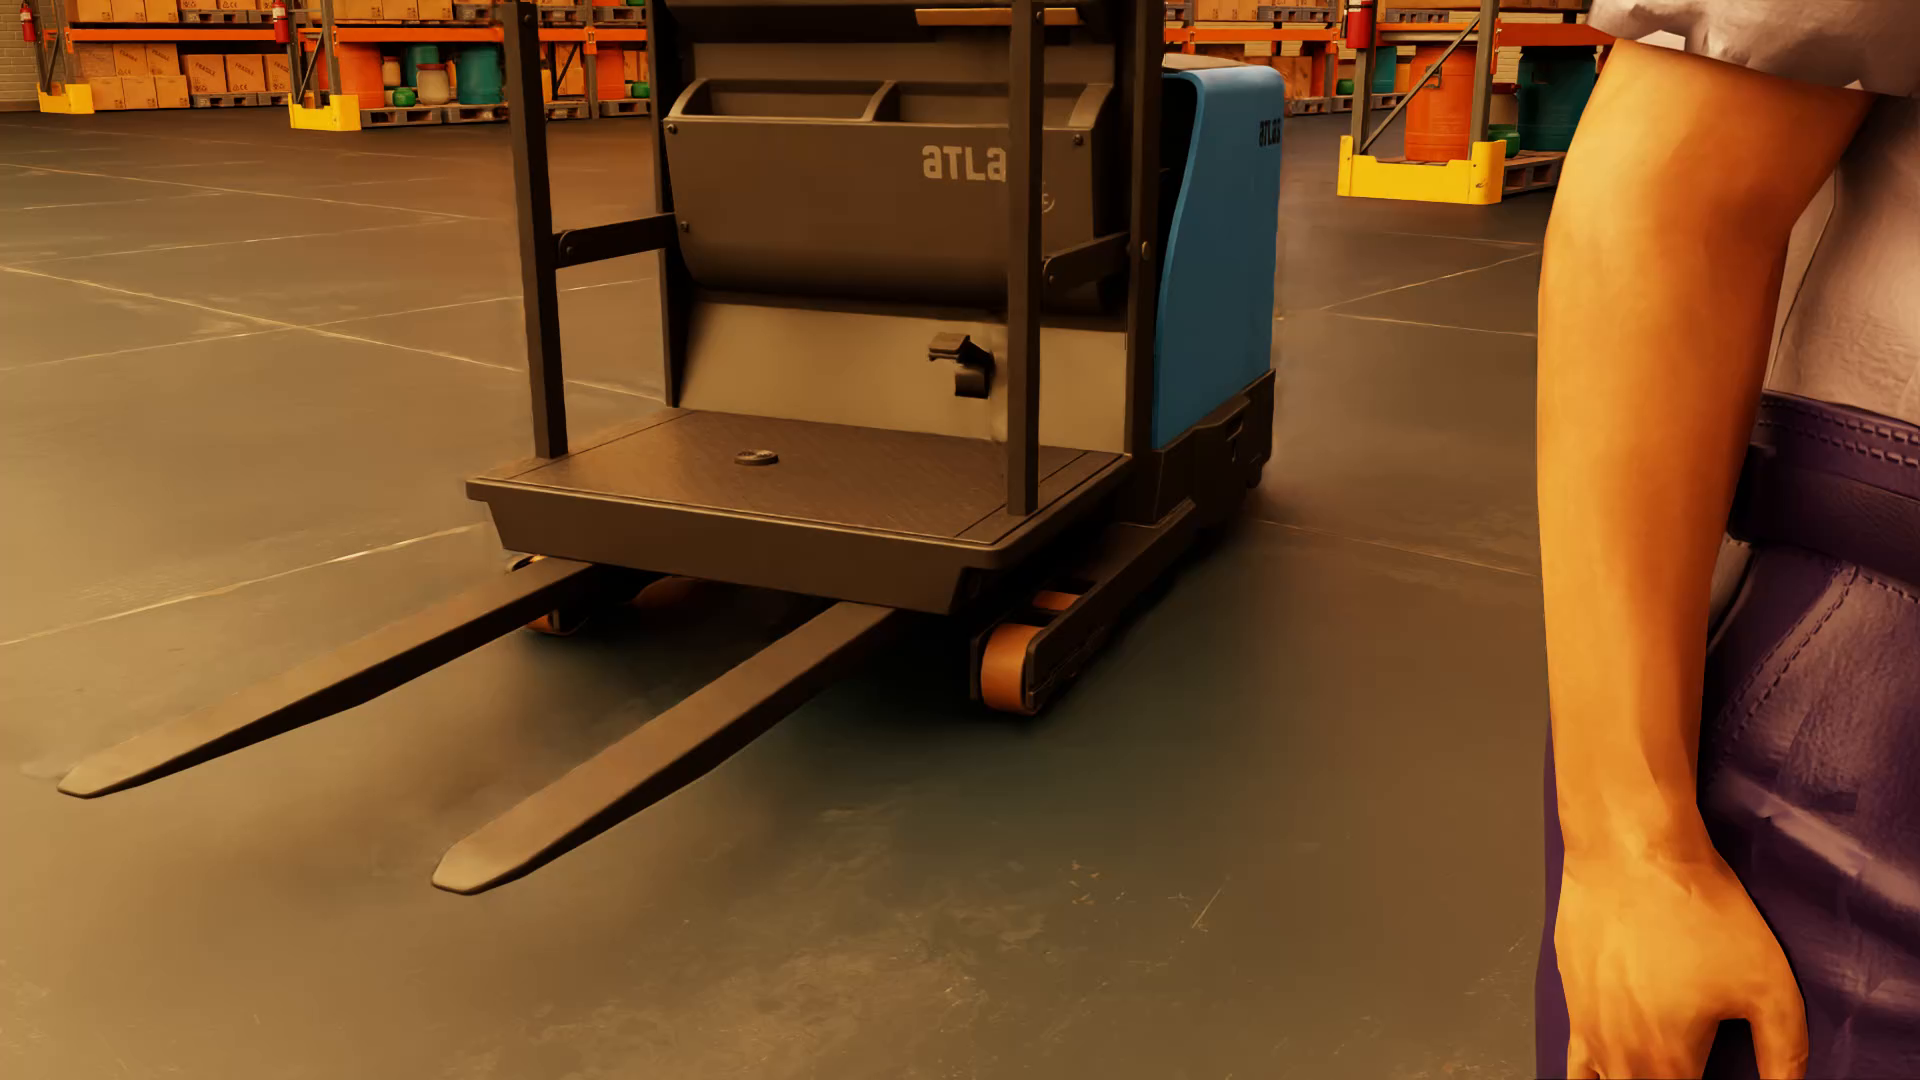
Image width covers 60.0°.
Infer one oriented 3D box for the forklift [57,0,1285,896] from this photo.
[{"bbox_3d":[-0.238,-1.234,2.961,1.130,2.935,3.031,7,18,23],"label":"forklift"}]
